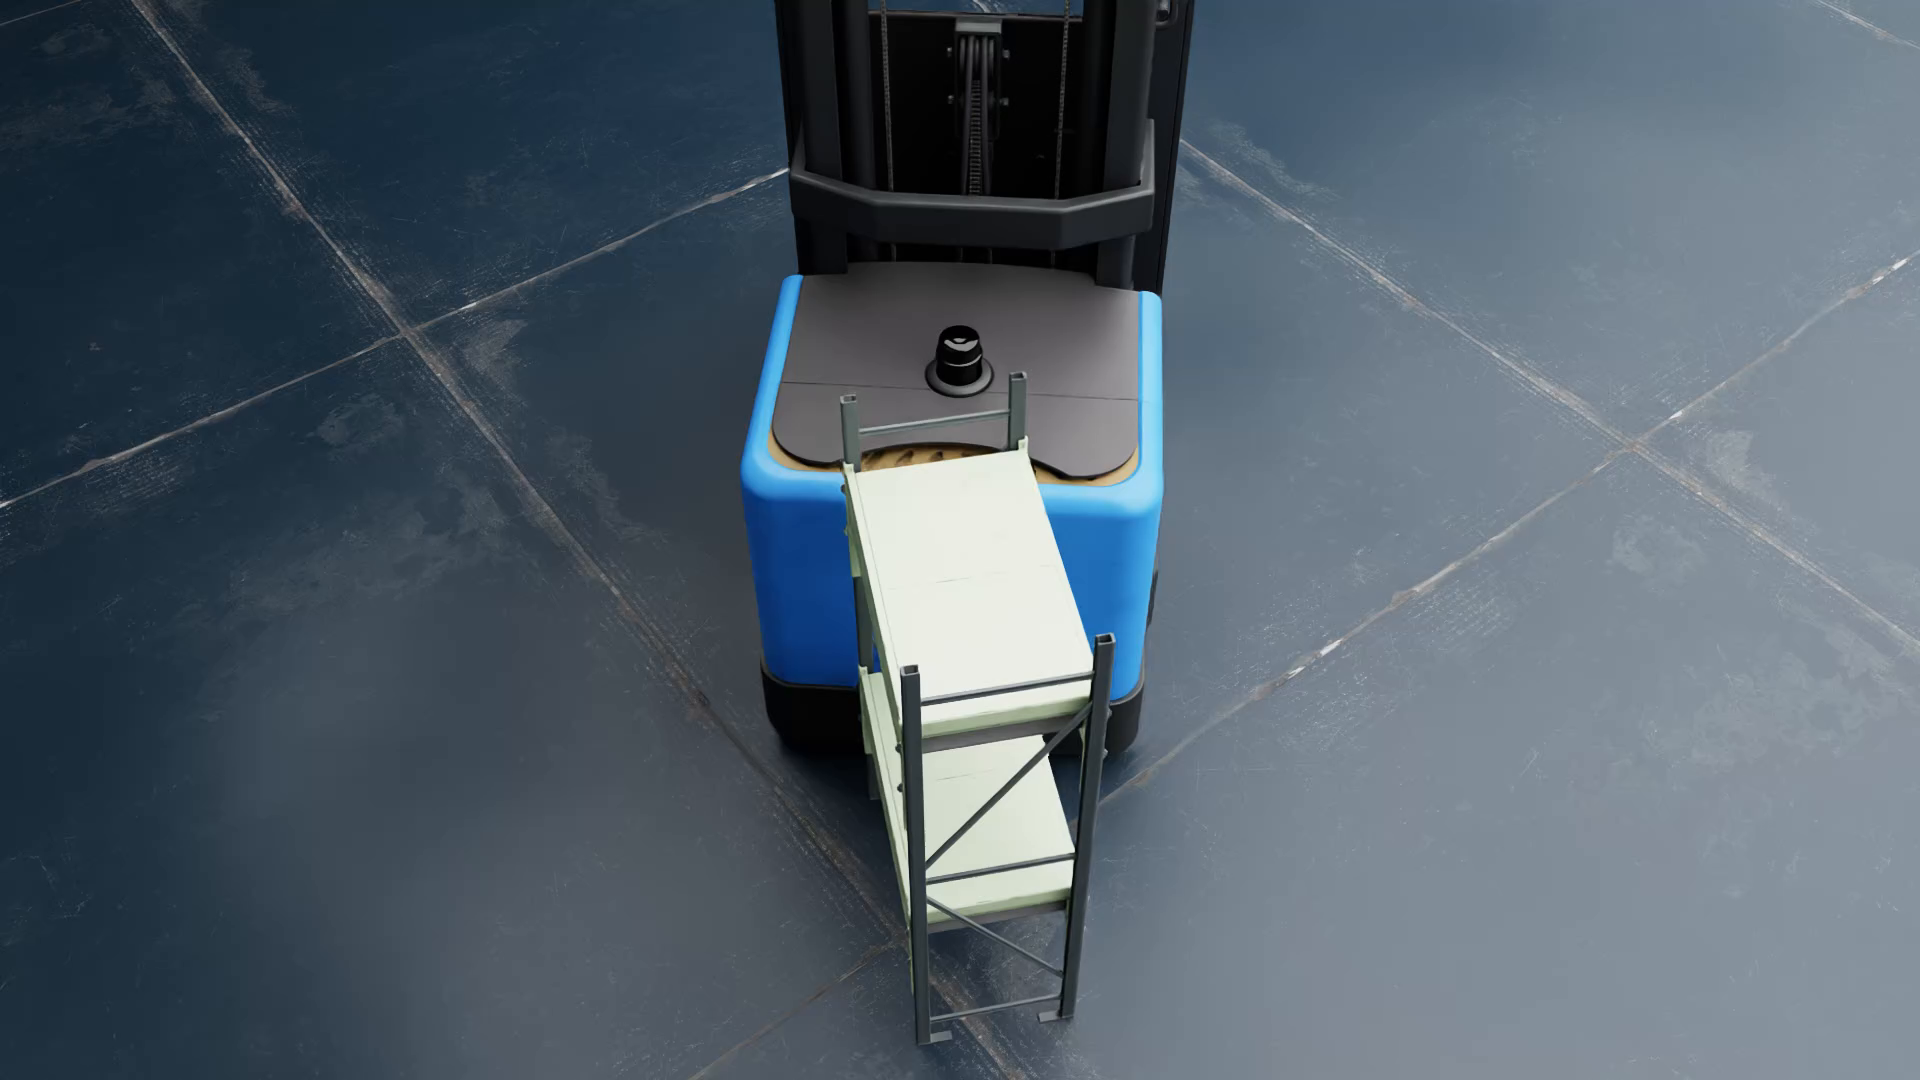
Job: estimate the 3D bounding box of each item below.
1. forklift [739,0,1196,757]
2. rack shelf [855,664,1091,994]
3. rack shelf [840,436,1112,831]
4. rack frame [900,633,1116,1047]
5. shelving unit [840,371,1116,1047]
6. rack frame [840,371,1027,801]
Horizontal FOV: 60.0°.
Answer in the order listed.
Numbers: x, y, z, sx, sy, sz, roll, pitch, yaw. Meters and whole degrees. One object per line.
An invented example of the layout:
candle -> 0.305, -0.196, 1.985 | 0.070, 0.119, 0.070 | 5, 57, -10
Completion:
forklift -> 0.081, -1.477, 4.610 | 1.130, 2.935, 3.031 | 3, 48, 3
rack shelf -> 0.017, 0.665, 4.075 | 0.431, 0.370, 0.720 | -8, 48, -8
rack shelf -> 0.017, 0.184, 3.544 | 0.431, 0.370, 0.720 | -8, 48, -8
rack frame -> 0.089, 0.712, 3.592 | 0.400, 1.500, 0.023 | -8, 48, -8
shelving unit -> 0.017, 0.446, 3.833 | 0.431, 1.500, 0.755 | -8, 48, -8
rack frame -> -0.055, 0.180, 4.074 | 0.400, 1.500, 0.023 | -8, 48, -8
